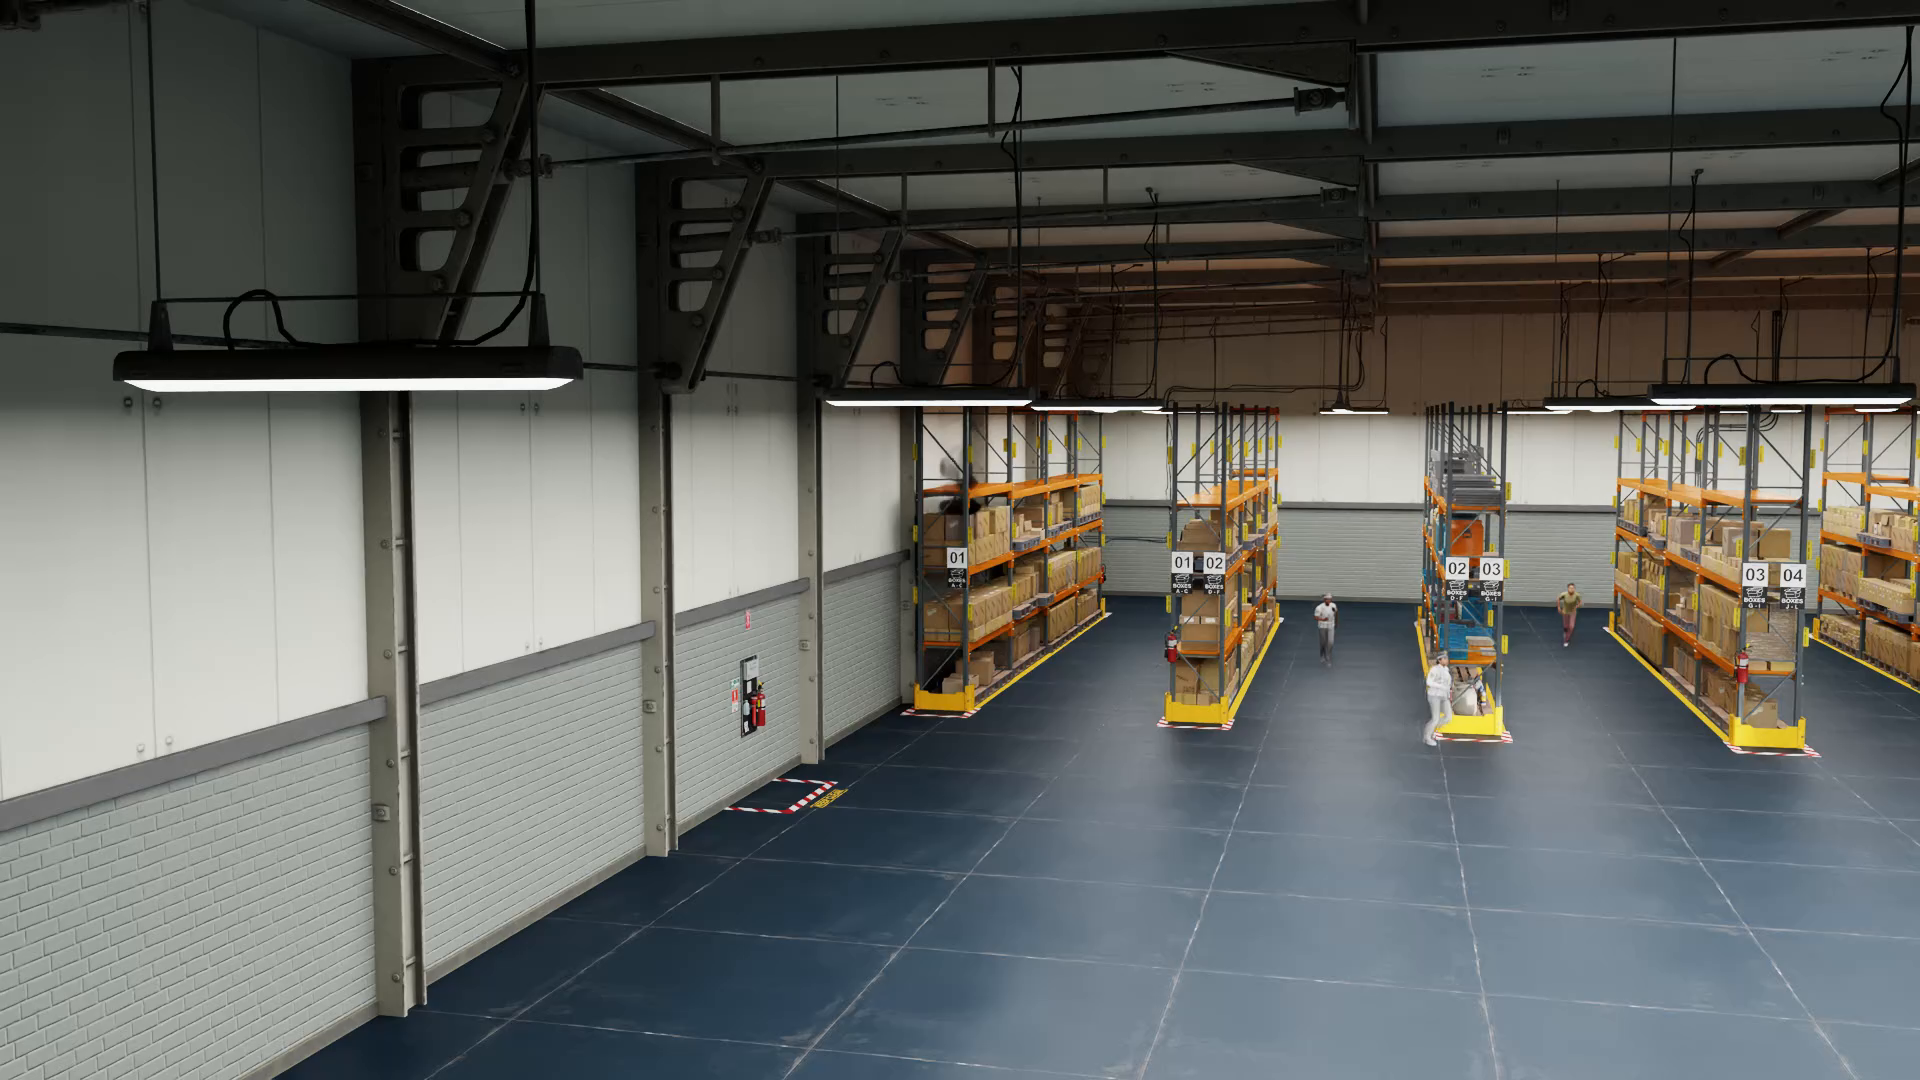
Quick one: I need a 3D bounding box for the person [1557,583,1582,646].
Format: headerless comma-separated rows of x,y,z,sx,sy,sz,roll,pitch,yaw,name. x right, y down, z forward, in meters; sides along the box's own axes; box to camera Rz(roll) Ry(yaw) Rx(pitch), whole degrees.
15.280,1.865,41.703,0.572,1.600,0.692,1,4,11,person

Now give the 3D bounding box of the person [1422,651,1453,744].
8.443,2.751,29.099,0.632,1.647,0.546,-3,5,-33,person

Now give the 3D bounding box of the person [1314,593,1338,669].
8.439,2.058,38.330,0.600,1.731,0.918,0,4,-1,person

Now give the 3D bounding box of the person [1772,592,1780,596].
20.874,1.753,42.701,0.561,1.665,0.575,1,4,16,person
